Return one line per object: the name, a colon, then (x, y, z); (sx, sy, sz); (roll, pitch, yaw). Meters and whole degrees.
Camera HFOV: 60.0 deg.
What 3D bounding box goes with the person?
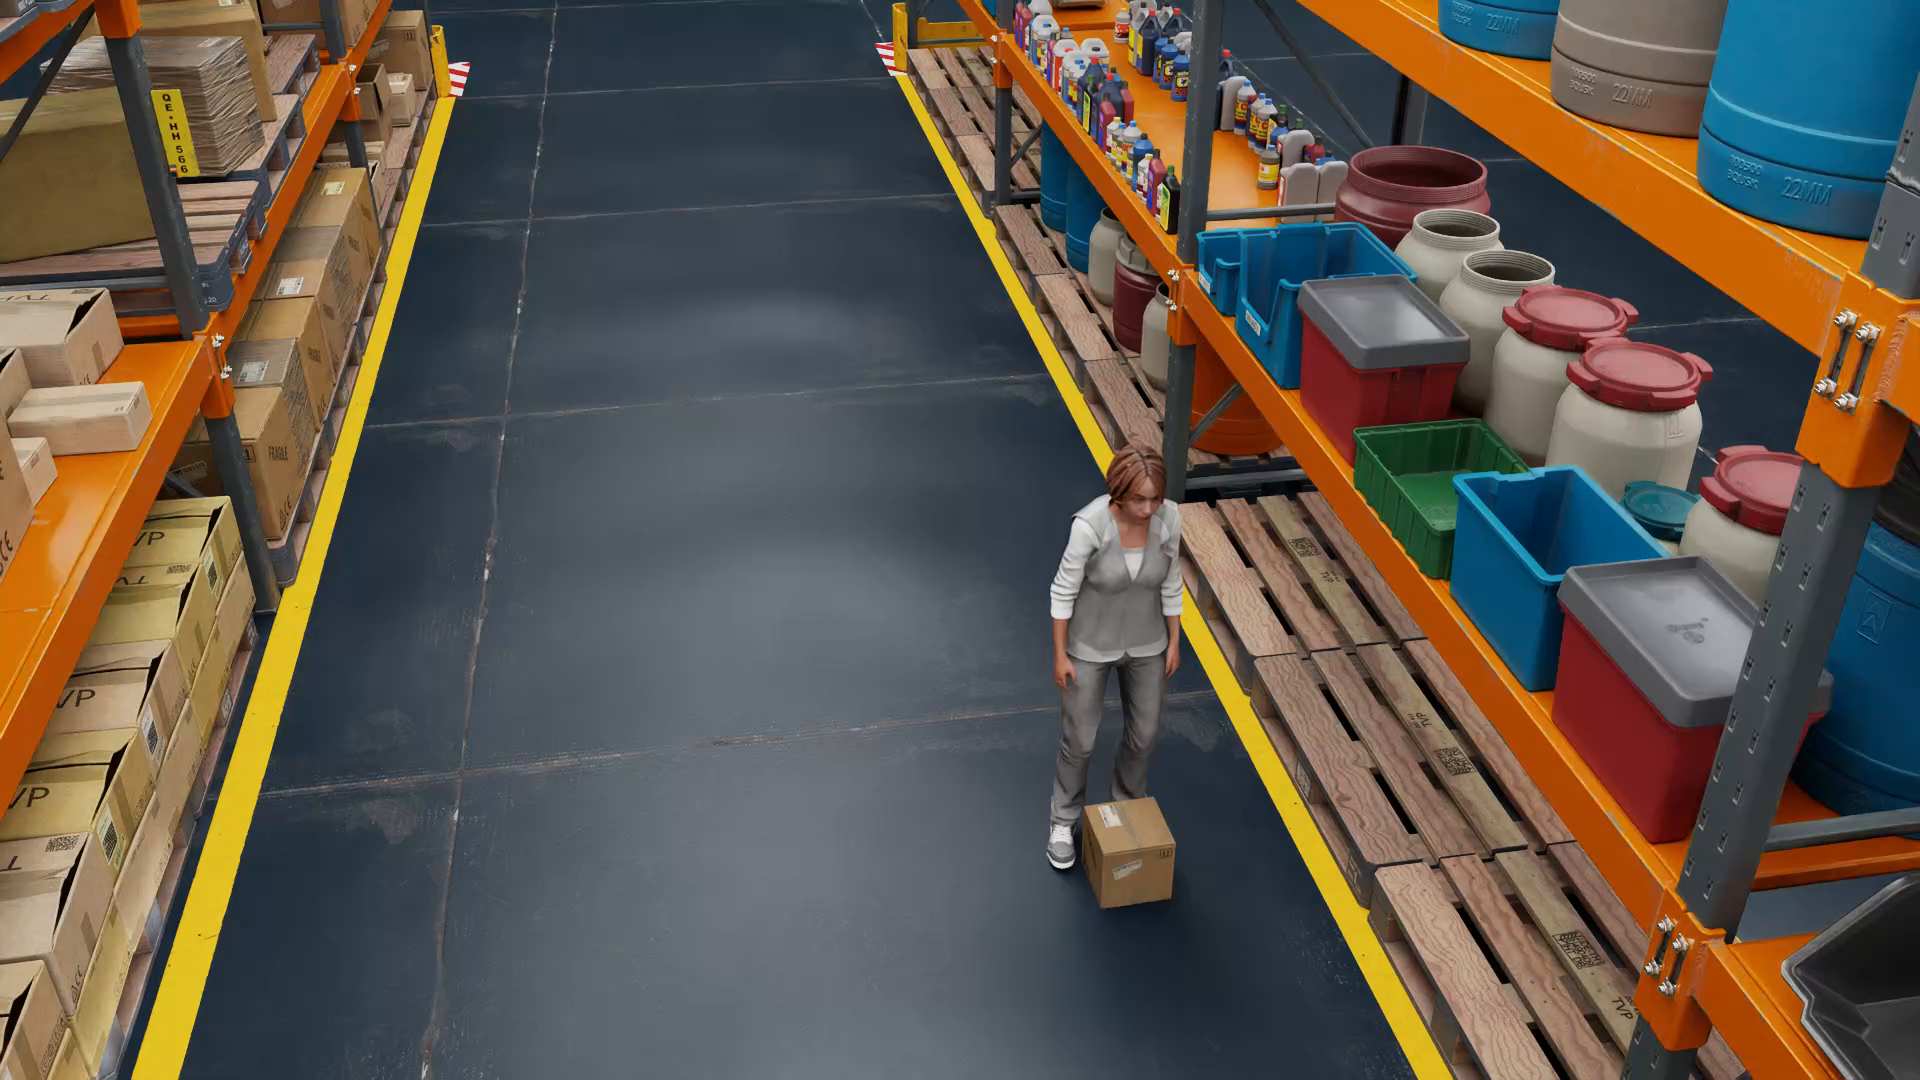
person: (0.518, 0.372, 5.527); (0.467, 1.592, 0.347); (-7, 32, -11)
